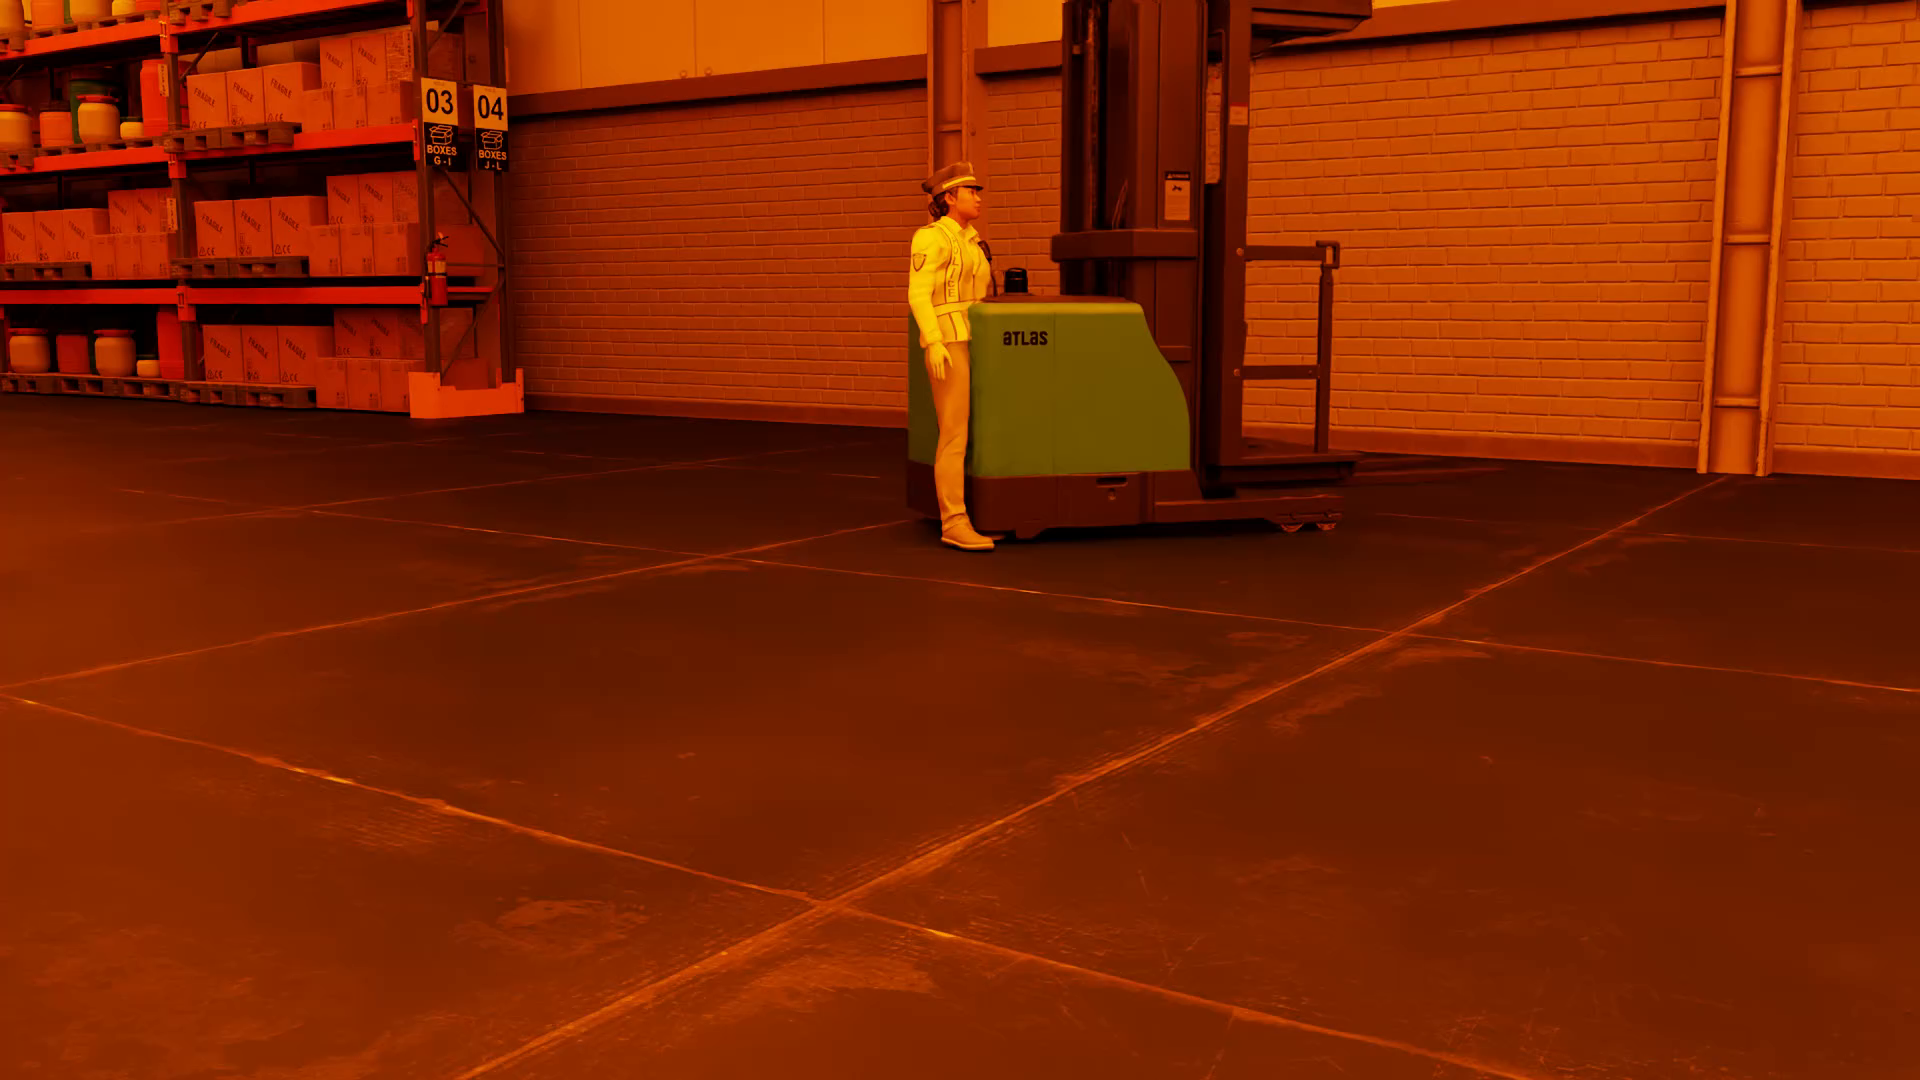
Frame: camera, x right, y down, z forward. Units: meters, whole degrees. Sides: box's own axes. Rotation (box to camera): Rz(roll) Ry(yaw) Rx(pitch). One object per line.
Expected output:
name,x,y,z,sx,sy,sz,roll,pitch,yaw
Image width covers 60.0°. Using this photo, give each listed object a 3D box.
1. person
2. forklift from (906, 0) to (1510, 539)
person,0.053,-0.840,7.439,0.530,1.694,0.586,5,10,34
forklift,1.303,-1.560,8.162,3.031,2.935,1.130,-3,9,-21
